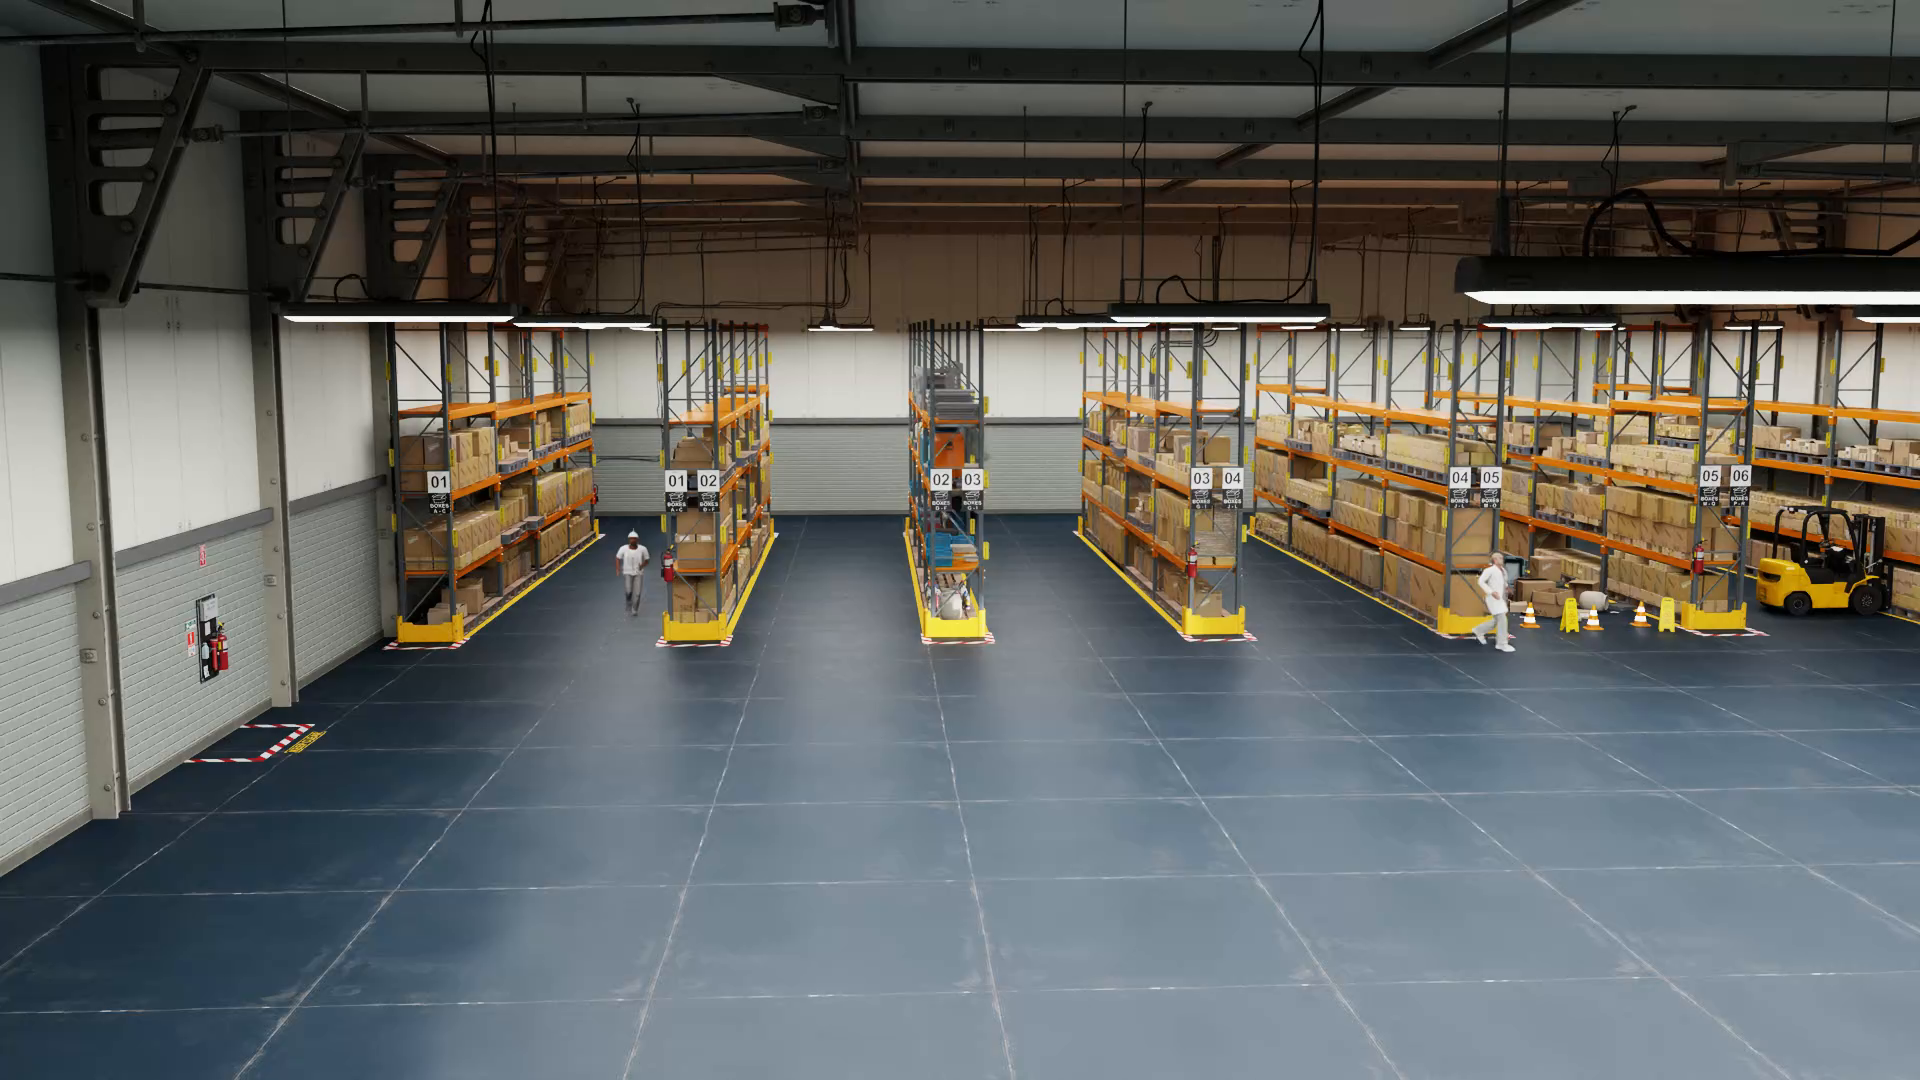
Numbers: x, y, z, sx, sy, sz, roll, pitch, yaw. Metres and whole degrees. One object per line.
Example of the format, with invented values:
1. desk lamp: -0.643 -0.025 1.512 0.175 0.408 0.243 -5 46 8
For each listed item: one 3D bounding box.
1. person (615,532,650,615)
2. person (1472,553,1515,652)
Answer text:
1. person: -6.641 0.697 33.782 0.691 1.721 0.586 -1 7 -12
2. person: 9.738 1.112 30.302 0.883 1.773 0.727 6 9 41
